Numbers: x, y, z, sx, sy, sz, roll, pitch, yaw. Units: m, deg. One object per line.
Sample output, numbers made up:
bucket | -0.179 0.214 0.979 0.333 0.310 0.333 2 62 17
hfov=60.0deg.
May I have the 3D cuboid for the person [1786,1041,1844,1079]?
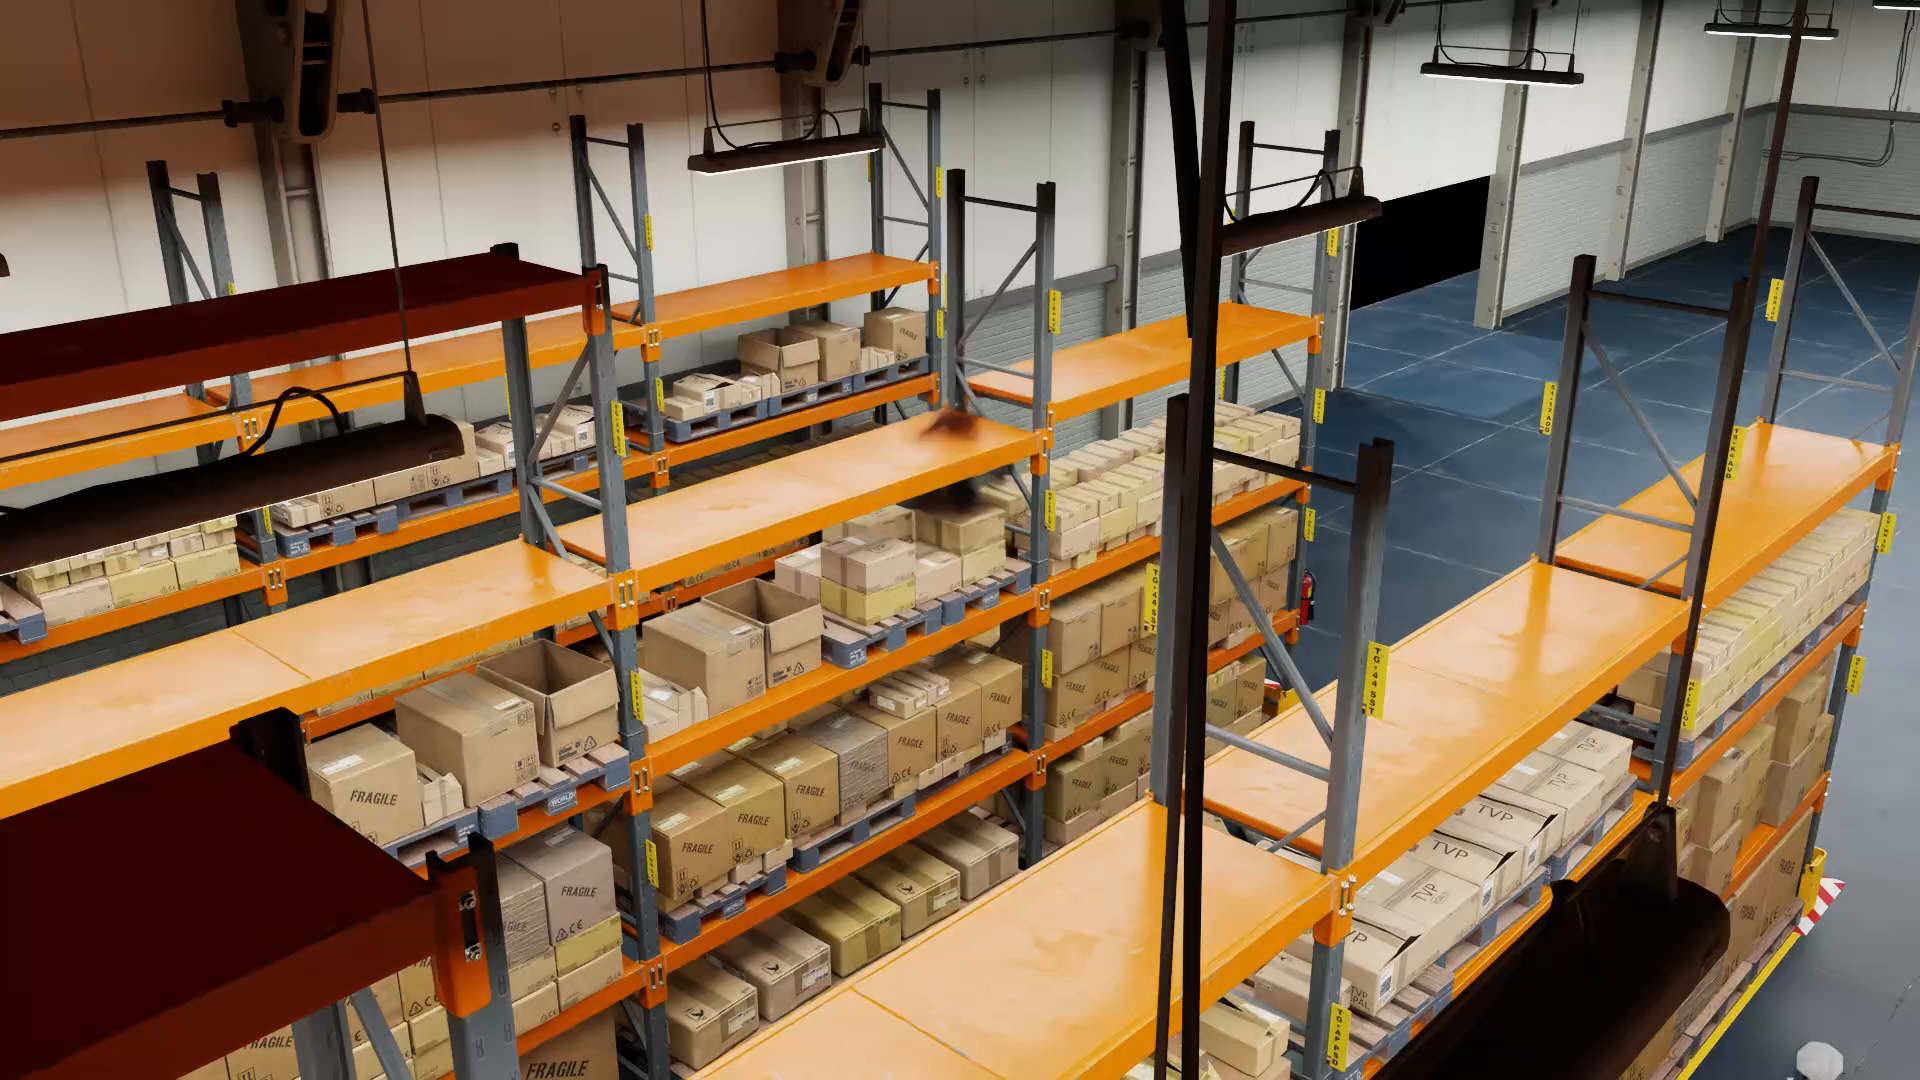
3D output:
person | 5.091 3.753 10.018 0.548 1.699 0.674 17 27 37
